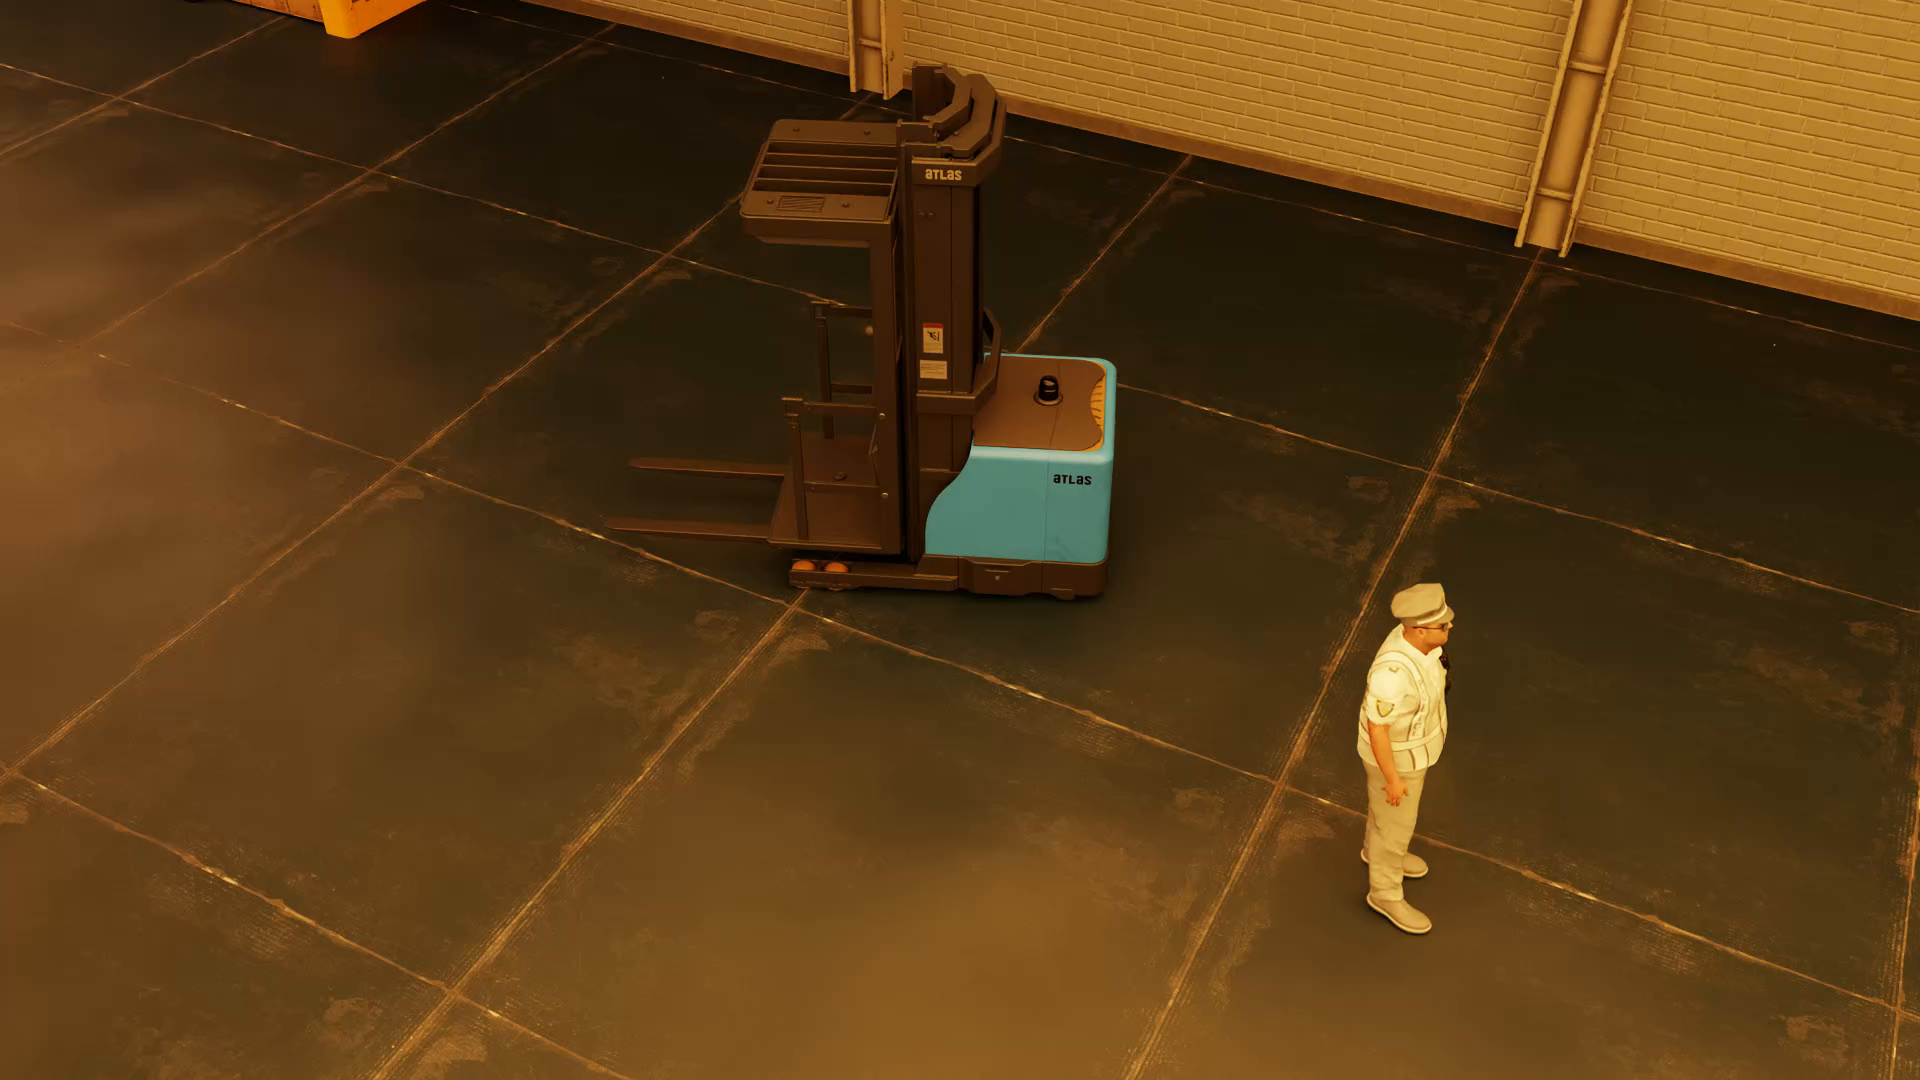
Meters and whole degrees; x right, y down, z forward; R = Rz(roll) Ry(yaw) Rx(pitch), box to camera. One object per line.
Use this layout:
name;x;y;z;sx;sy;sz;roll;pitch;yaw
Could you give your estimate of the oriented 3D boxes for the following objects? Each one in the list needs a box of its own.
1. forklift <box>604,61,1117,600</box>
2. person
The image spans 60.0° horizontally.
forklift;-0.606;-1.157;9.360;3.031;2.935;1.130;3;40;4
person;2.129;0.970;7.715;0.576;1.781;0.640;19;44;21
